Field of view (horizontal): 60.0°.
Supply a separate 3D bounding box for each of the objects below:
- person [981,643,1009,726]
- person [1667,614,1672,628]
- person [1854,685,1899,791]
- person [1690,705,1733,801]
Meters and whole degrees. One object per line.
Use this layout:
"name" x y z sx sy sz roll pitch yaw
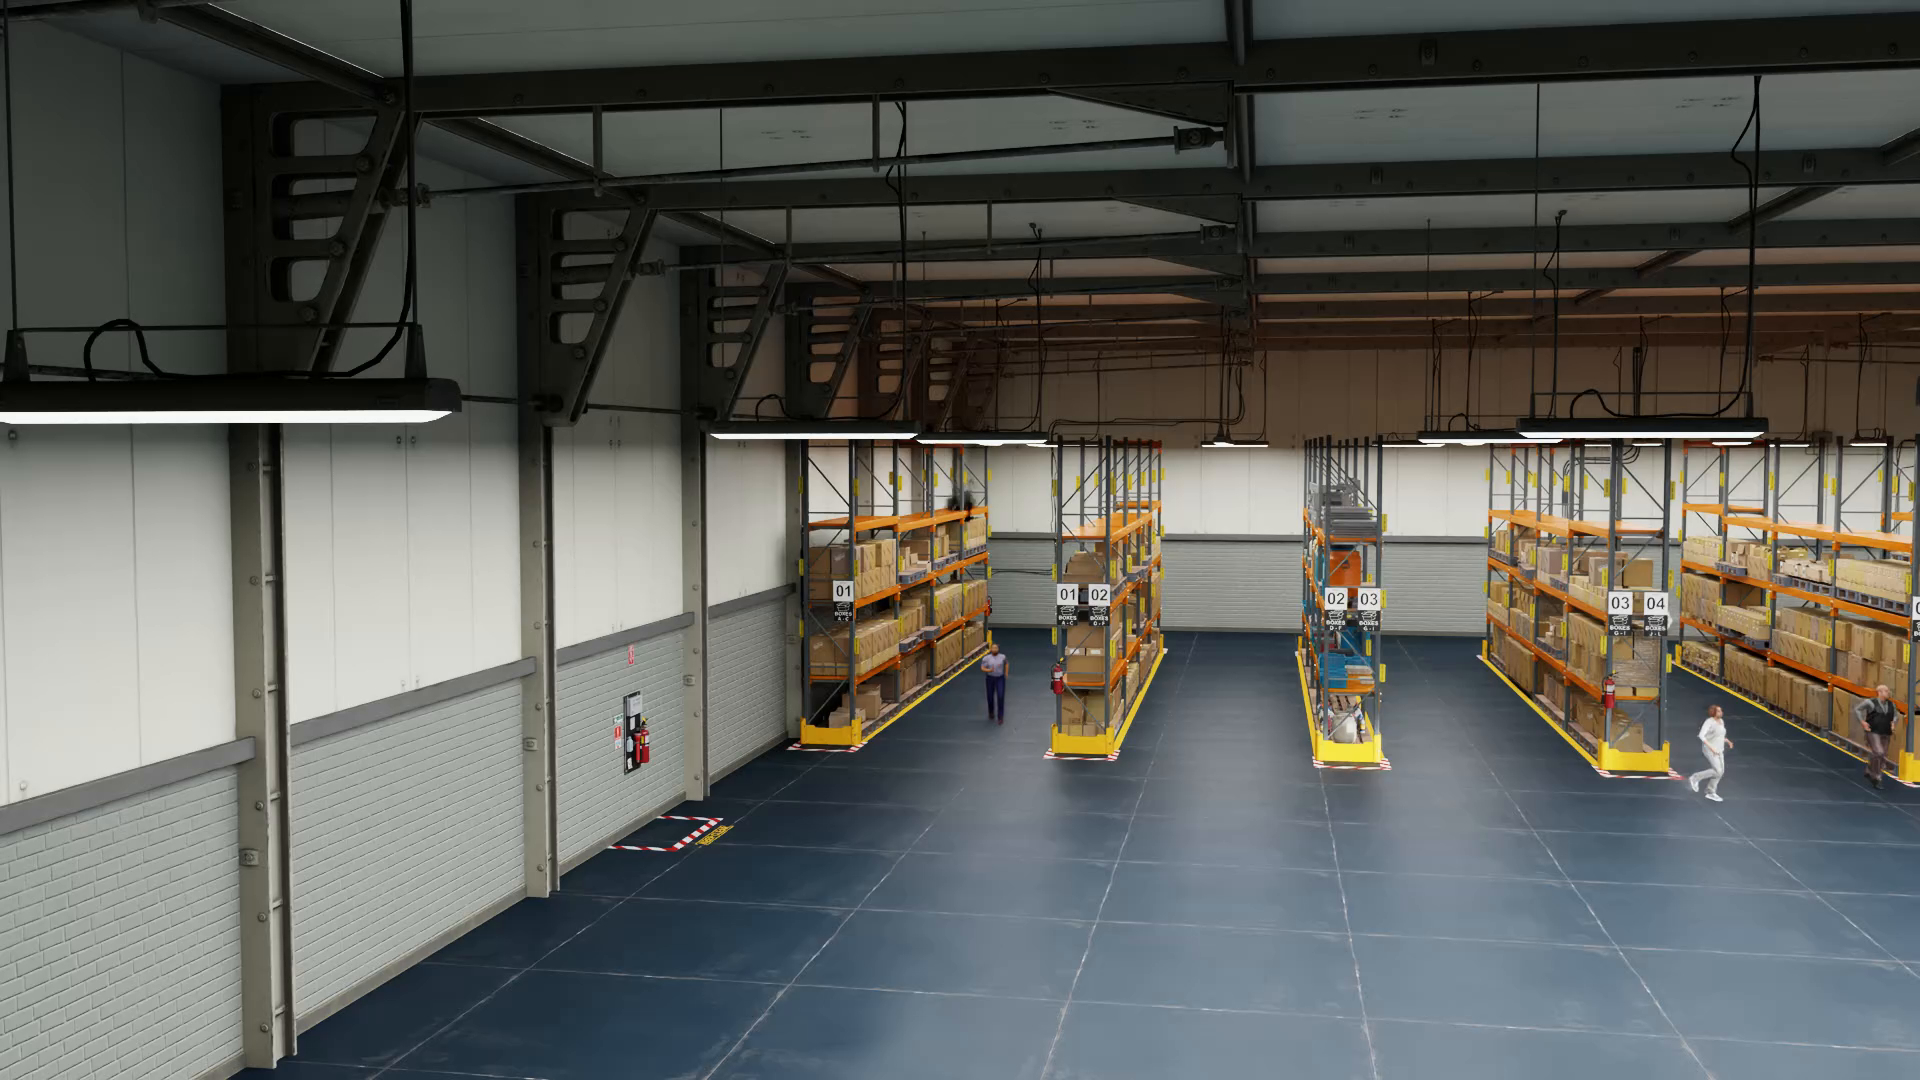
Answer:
"person" 0.740 3.000 34.927 0.589 1.663 0.883 0 3 -1
"person" 19.018 2.446 45.347 0.588 1.641 0.675 -1 3 -16
"person" 15.646 3.351 28.291 0.656 1.745 0.799 0 3 -5
"person" 12.347 3.475 27.293 0.531 1.572 0.583 -2 4 -37
